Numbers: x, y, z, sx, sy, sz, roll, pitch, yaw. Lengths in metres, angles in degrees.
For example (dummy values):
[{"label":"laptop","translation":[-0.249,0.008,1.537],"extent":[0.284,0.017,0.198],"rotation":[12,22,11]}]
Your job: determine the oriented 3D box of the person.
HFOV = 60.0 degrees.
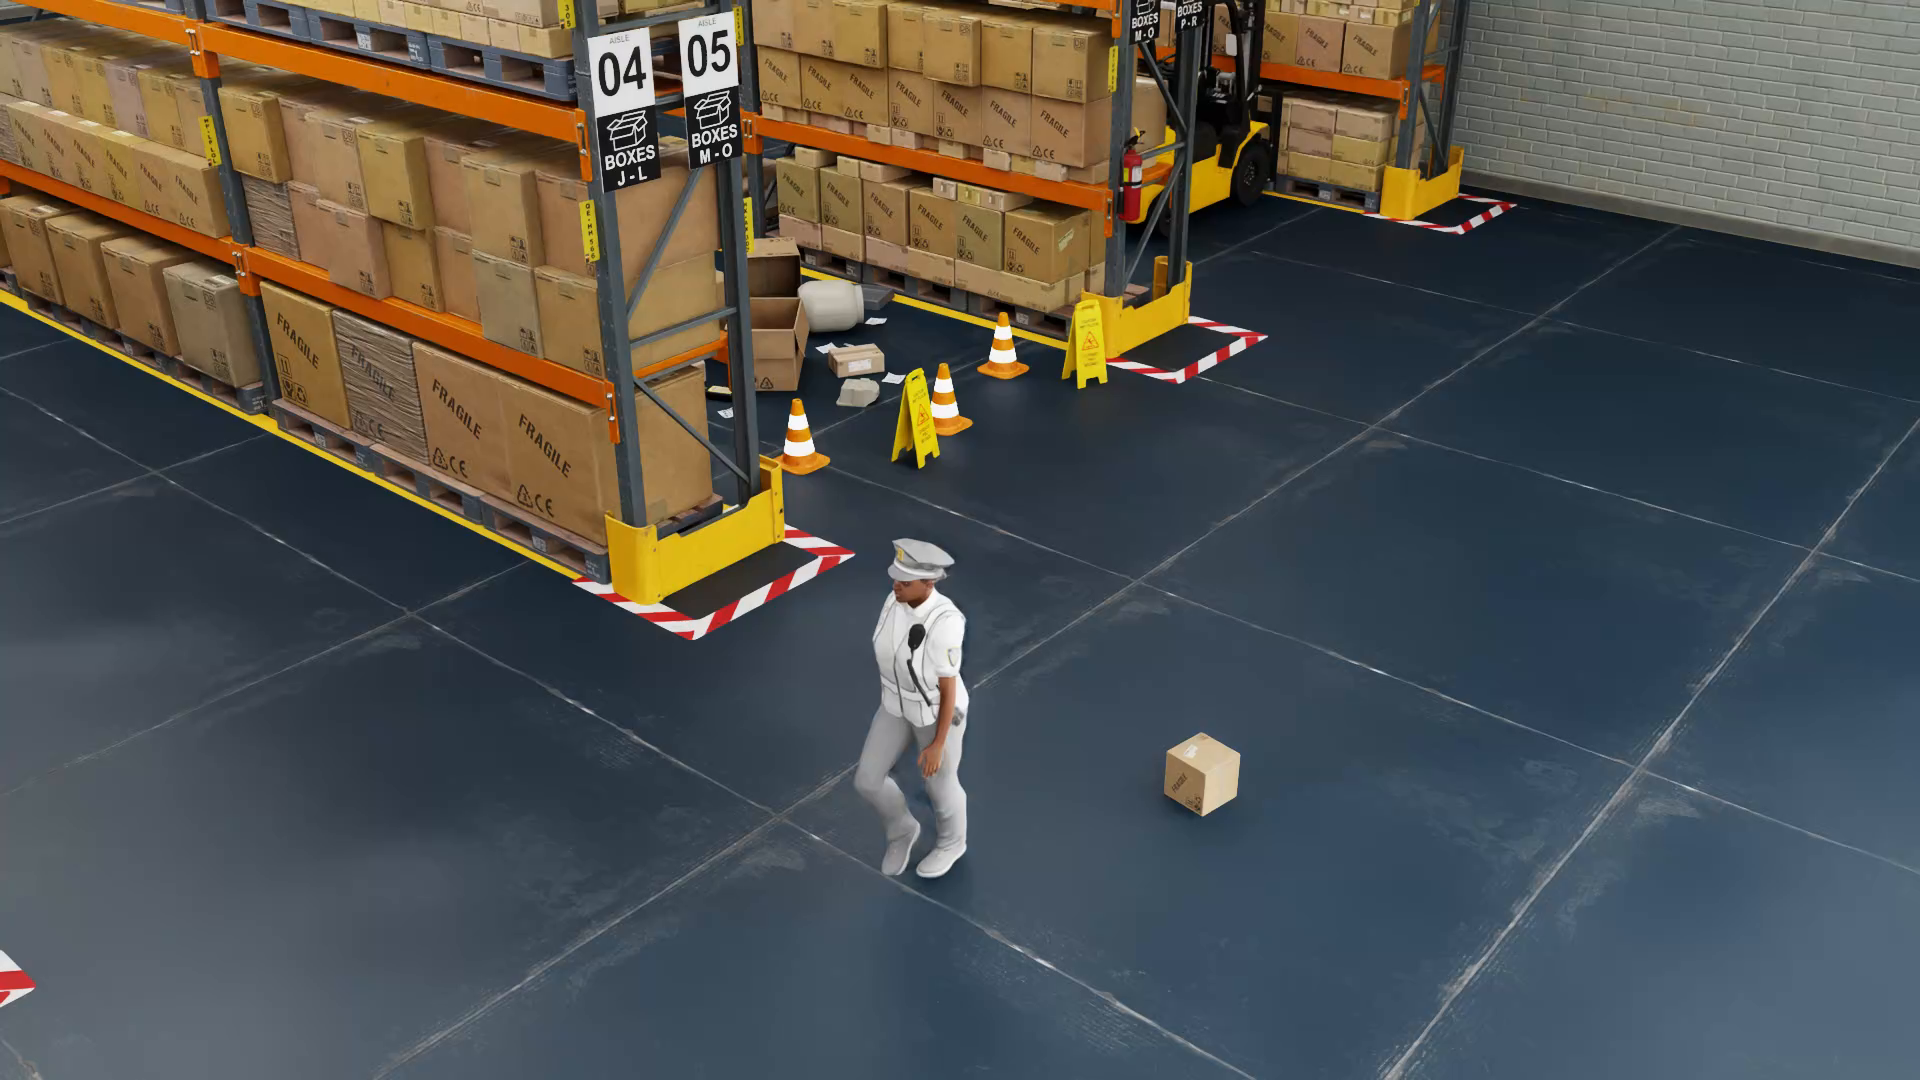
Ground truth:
[{"label":"person","translation":[-0.175,0.773,7.127],"extent":[0.464,1.743,0.483],"rotation":[22,35,36]}]
